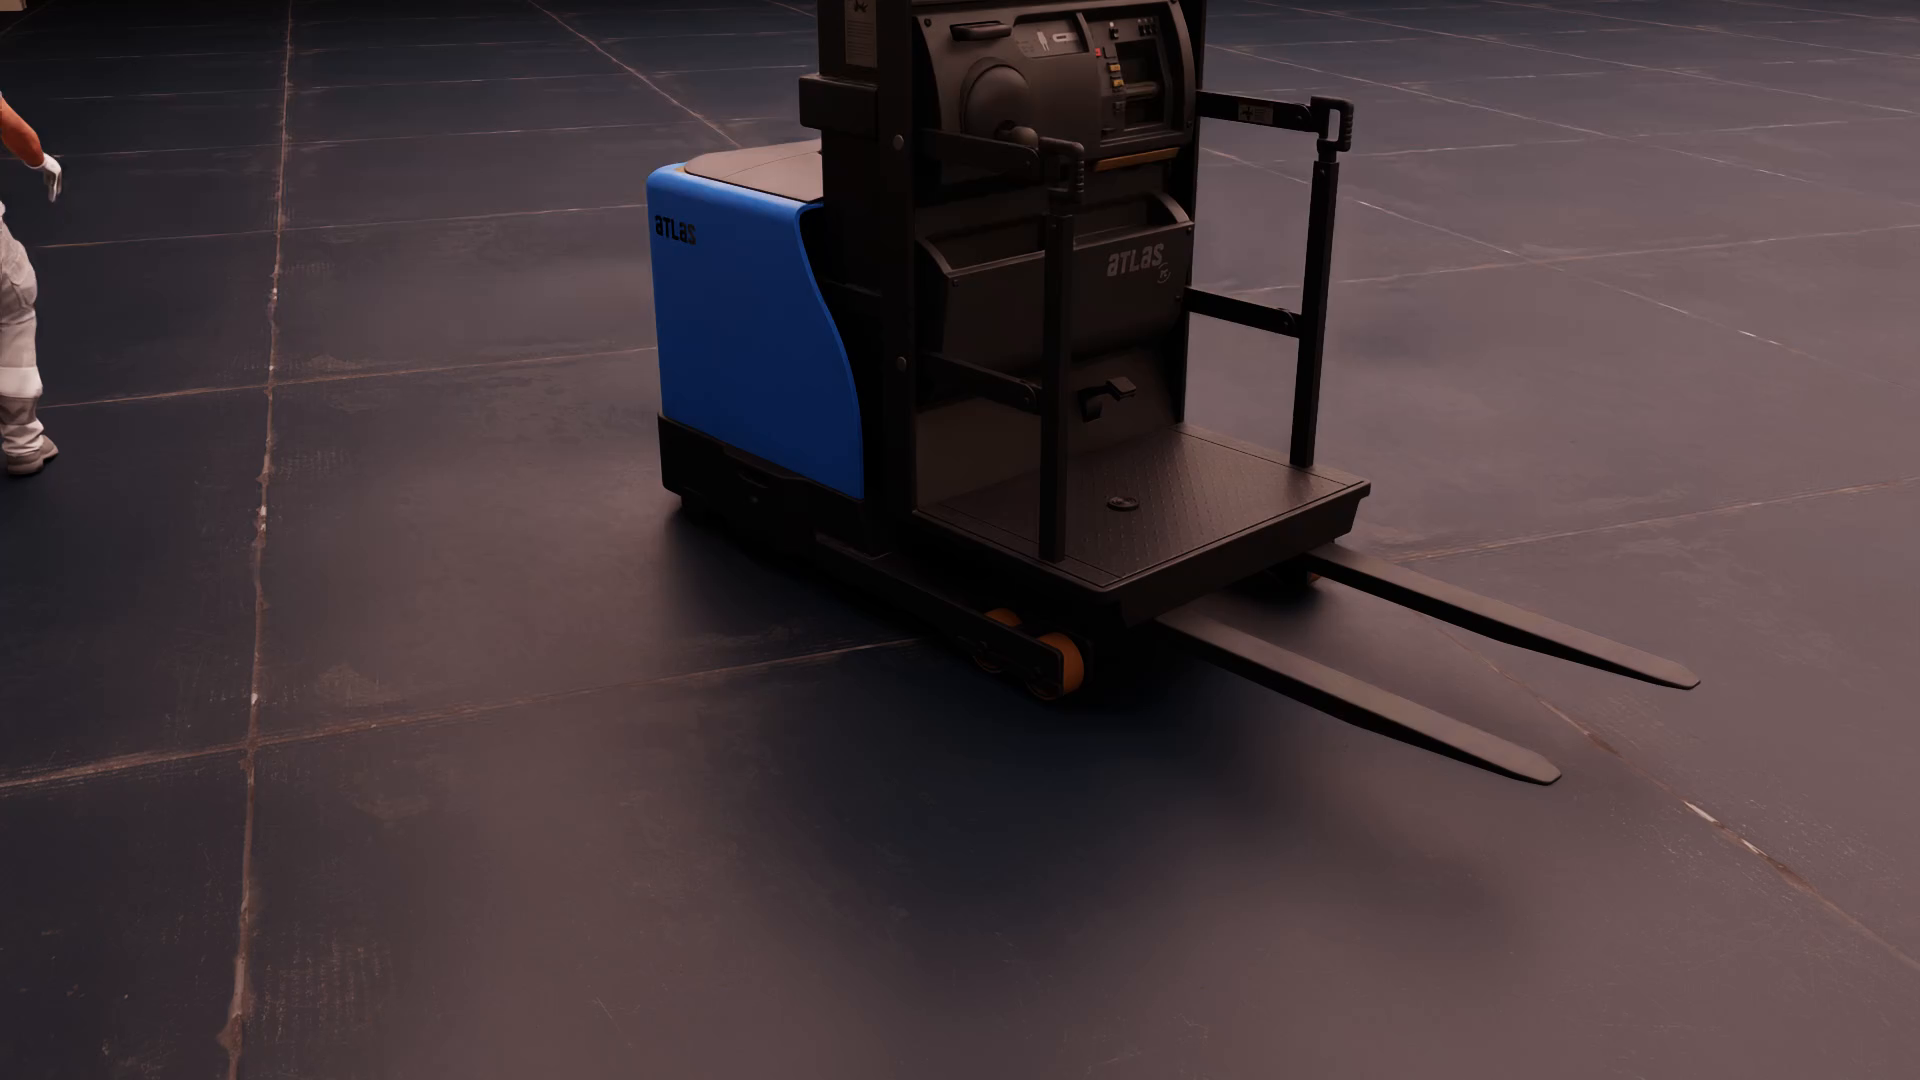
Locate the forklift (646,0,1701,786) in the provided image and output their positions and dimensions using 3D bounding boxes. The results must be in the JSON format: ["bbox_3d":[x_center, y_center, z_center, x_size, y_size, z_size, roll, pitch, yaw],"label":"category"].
[{"bbox_3d":[0.409,-1.176,4.096,1.130,2.935,3.031,-19,30,-38],"label":"forklift"}]

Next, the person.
[{"bbox_3d":[-3.263,-1.005,5.300,0.777,1.730,0.608,-3,23,-7],"label":"person"}]
